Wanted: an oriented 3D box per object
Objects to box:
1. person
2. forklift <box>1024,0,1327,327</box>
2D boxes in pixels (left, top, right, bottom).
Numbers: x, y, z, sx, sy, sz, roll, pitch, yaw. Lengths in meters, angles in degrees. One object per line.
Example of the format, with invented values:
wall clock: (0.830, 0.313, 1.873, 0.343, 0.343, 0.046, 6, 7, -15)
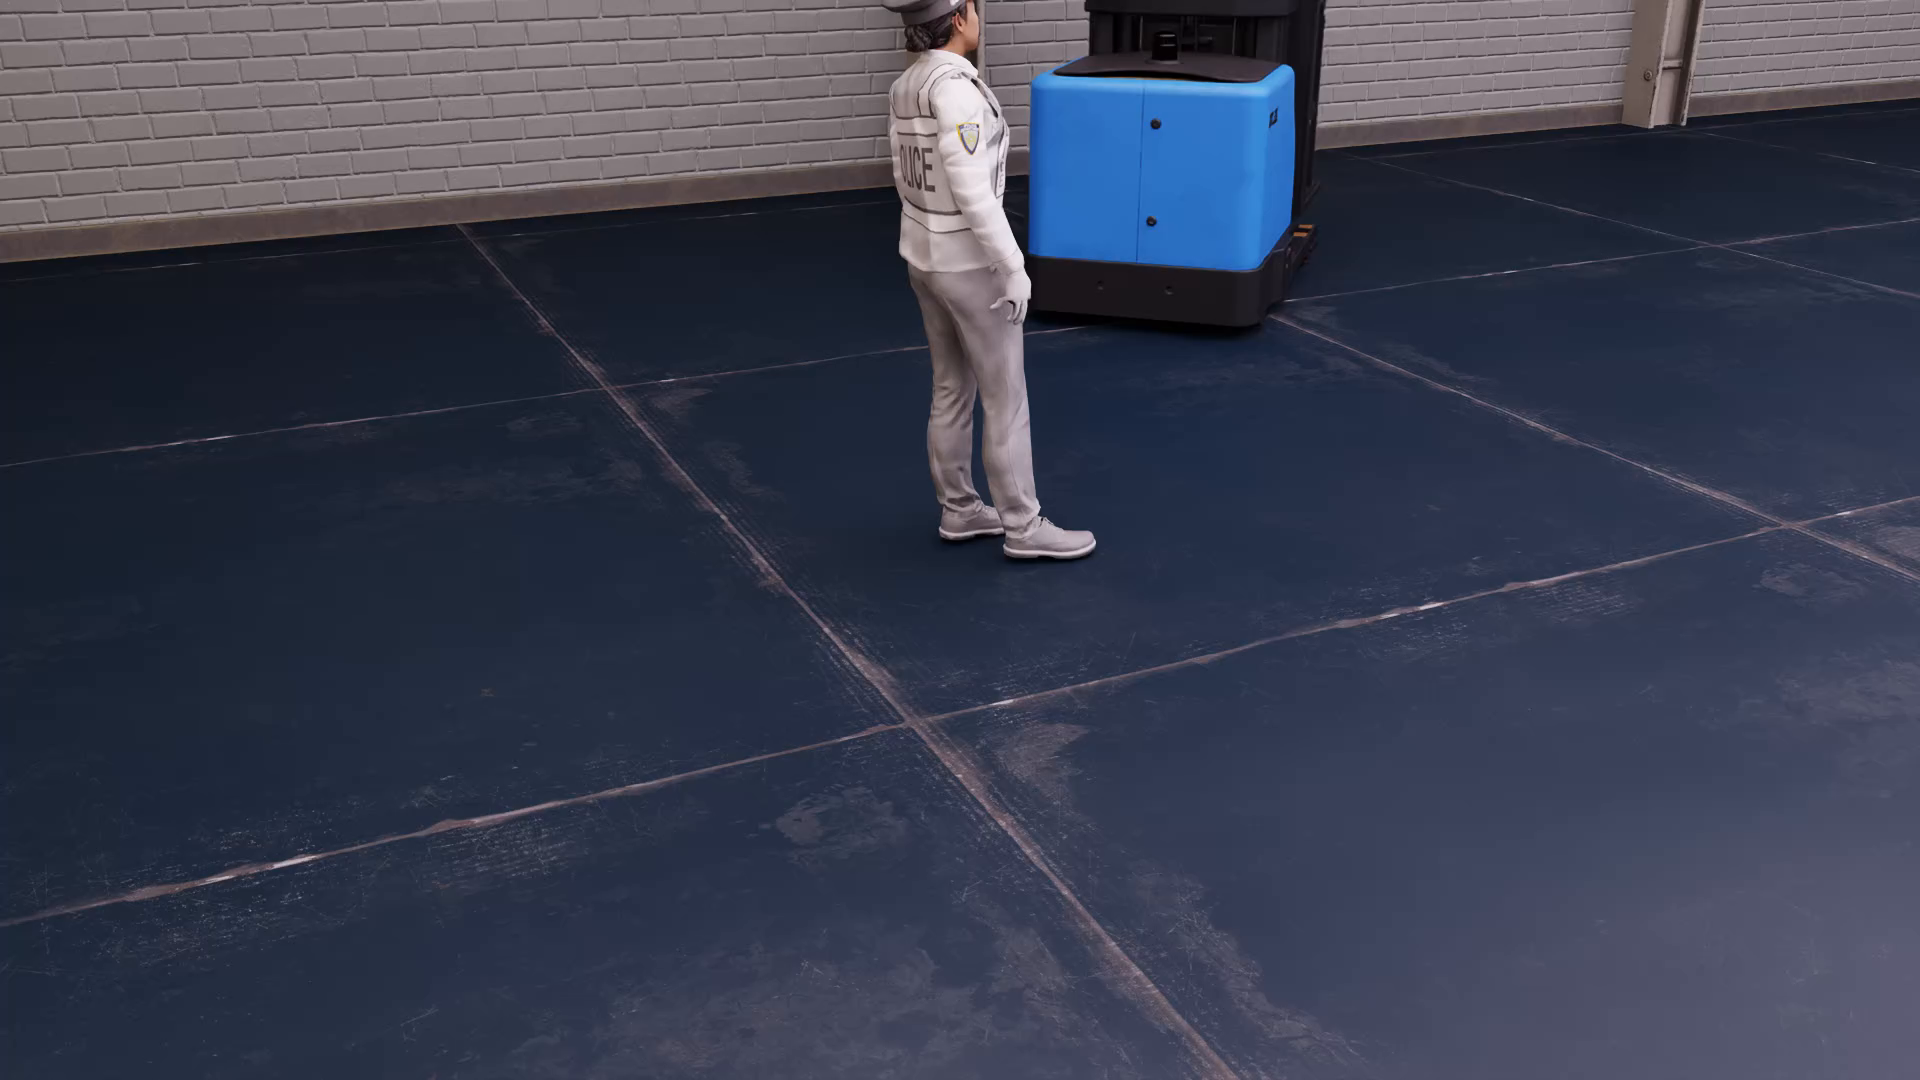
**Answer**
person: (0.065, -0.798, 4.800, 0.532, 1.694, 0.586, -10, 25, -23)
forklift: (1.235, -2.803, 8.033, 1.130, 2.935, 3.031, 7, 24, 17)
